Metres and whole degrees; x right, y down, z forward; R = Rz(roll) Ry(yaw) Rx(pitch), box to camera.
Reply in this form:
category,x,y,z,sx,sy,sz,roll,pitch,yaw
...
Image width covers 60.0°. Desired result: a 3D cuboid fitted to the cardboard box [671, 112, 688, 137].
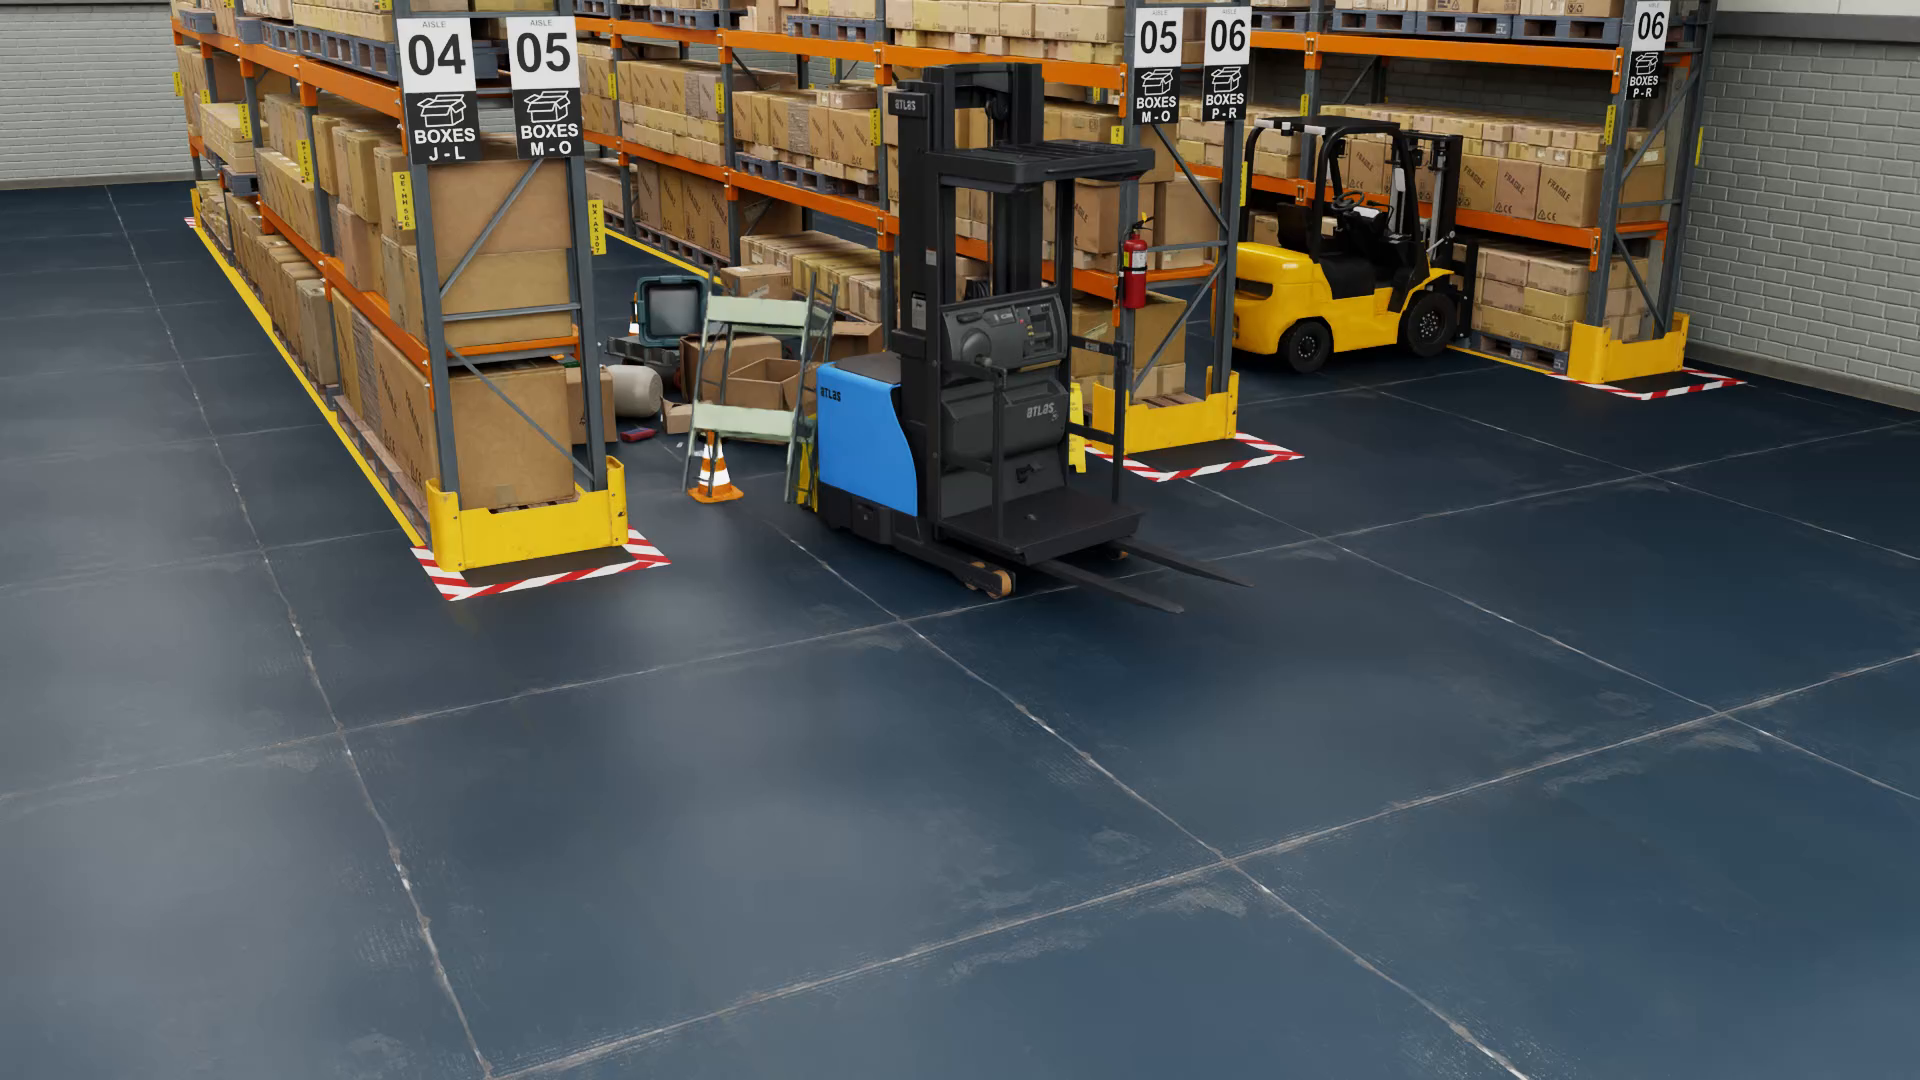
category,x,y,z,sx,sy,sz,roll,pitch,yaw
cardboard box,-3.147,-5.010,20.016,0.500,0.250,0.500,-11,22,-28

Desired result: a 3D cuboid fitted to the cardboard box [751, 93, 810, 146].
category,x,y,z,sx,sy,sz,roll,pitch,yaw
cardboard box,-1.921,-4.528,17.901,0.500,0.500,0.500,-9,21,-24

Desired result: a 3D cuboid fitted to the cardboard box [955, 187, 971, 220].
category,x,y,z,sx,sy,sz,roll,pitch,yaw
cardboard box,0.164,-3.038,14.228,0.500,0.500,0.500,-10,21,-27

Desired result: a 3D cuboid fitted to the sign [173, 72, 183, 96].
category,x,y,z,sx,sy,sz,roll,pitch,yaw
sign,-10.770,-6.281,22.907,0.100,0.325,0.005,-10,21,-27

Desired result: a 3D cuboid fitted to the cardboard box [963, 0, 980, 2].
category,x,y,z,sx,sy,sz,roll,pitch,yaw
cardboard box,0.243,-4.476,13.569,0.380,0.149,0.250,-10,22,-27

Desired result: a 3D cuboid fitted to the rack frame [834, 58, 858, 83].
category,x,y,z,sx,sy,sz,roll,pitch,yaw
rack frame,-1.617,-7.521,27.829,1.000,3.000,0.127,-10,21,-27

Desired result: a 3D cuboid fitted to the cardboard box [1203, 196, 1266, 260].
category,x,y,z,sx,sy,sz,roll,pitch,yaw
cardboard box,3.103,-3.740,19.868,0.875,0.625,0.625,-11,22,-29

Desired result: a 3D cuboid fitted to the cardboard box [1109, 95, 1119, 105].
category,x,y,z,sx,sy,sz,roll,pitch,yaw
cardboard box,2.074,-5.441,20.654,0.380,0.149,0.250,-9,21,-25

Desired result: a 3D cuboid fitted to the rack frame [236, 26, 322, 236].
category,x,y,z,sx,sy,sz,roll,pitch,yaw
rack frame,-6.493,-3.659,16.637,1.000,3.000,0.127,-10,21,-27

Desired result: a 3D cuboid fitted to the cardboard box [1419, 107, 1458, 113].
category,x,y,z,sx,sy,sz,roll,pitch,yaw
cardboard box,4.892,-4.311,16.924,0.380,0.149,0.250,-10,22,-28

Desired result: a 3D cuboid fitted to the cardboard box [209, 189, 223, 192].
category,x,y,z,sx,sy,sz,roll,pitch,yaw
cardboard box,-9.785,-4.592,22.156,0.380,0.149,0.250,-9,21,-25

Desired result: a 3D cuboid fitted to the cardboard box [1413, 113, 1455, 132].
category,x,y,z,sx,sy,sz,roll,pitch,yaw
cardboard box,4.653,-4.076,16.241,0.380,0.149,0.250,-10,21,-27

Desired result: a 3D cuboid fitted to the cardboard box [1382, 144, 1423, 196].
category,x,y,z,sx,sy,sz,roll,pitch,yaw
cardboard box,4.565,-3.664,16.497,0.500,0.500,0.500,-10,22,-27

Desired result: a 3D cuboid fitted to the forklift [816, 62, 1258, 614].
category,x,y,z,sx,sy,sz,roll,pitch,yaw
forklift,0.413,-1.231,9.704,1.130,2.935,3.031,-16,25,-38

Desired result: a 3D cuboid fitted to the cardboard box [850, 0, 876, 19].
category,x,y,z,sx,sy,sz,roll,pitch,yaw
cardboard box,-0.690,-4.997,15.502,0.500,0.250,0.500,-10,22,-28

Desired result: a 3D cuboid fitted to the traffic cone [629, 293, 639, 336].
category,x,y,z,sx,sy,sz,roll,pitch,yaw
traffic cone,-3.124,-2.175,16.224,0.336,0.463,0.334,-10,21,-27

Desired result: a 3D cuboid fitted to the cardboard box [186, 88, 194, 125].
category,x,y,z,sx,sy,sz,roll,pitch,yaw
cardboard box,-10.046,-5.822,22.296,0.500,0.500,0.500,-10,21,-27

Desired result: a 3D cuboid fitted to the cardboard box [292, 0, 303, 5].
category,x,y,z,sx,sy,sz,roll,pitch,yaw
cardboard box,-4.608,-4.060,12.178,0.500,0.250,0.500,-10,21,-26

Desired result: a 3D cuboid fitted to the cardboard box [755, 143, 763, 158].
category,x,y,z,sx,sy,sz,roll,pitch,yaw
cardboard box,-2.000,-4.240,18.063,0.380,0.149,0.250,-12,22,-30

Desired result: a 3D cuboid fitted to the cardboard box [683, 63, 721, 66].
category,x,y,z,sx,sy,sz,roll,pitch,yaw
cardboard box,-3.176,-5.738,20.974,0.500,0.500,0.500,-9,21,-25

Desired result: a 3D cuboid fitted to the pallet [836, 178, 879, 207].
category,x,y,z,sx,sy,sz,roll,pitch,yaw
pallet,-0.521,-3.458,16.347,1.003,0.211,1.213,-10,21,-27

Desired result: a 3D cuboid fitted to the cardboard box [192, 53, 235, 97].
category,x,y,z,sx,sy,sz,roll,pitch,yaw
cardboard box,-9.104,-5.708,20.434,0.500,0.500,0.500,-11,22,-28

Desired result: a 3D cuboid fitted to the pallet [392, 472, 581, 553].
category,x,y,z,sx,sy,sz,roll,pitch,yaw
pallet,-3.143,-0.262,11.066,1.003,0.211,1.213,-10,21,-27

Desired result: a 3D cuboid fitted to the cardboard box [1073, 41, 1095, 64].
category,x,y,z,sx,sy,sz,roll,pitch,yaw
cardboard box,1.051,-3.583,12.202,0.380,0.149,0.250,-10,21,-26

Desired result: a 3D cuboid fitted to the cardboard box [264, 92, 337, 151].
category,x,y,z,sx,sy,sz,roll,pitch,yaw
cardboard box,-6.289,-4.048,16.079,0.700,0.500,0.500,-10,21,-27

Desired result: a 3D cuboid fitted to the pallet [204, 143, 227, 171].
category,x,y,z,sx,sy,sz,roll,pitch,yaw
pallet,-8.158,-4.475,19.294,1.003,0.211,1.213,-10,21,-27

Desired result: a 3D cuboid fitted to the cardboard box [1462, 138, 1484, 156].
category,x,y,z,sx,sy,sz,roll,pitch,yaw
cardboard box,4.938,-3.703,15.615,0.380,0.149,0.250,-10,21,-26

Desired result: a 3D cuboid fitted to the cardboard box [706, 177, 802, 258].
category,x,y,z,sx,sy,sz,roll,pitch,yaw
cardboard box,-2.440,-3.860,19.833,0.875,0.875,0.875,-10,22,-27

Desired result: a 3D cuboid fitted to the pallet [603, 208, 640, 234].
category,x,y,z,sx,sy,sz,roll,pitch,yaw
pallet,-4.377,-4.515,23.393,1.003,0.211,1.213,-10,21,-27

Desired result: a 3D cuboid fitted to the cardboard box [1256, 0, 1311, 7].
category,x,y,z,sx,sy,sz,roll,pitch,yaw
cardboard box,3.523,-5.868,17.779,0.500,0.311,0.500,-11,22,-28

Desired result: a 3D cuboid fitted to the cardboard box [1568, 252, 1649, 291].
category,x,y,z,sx,sy,sz,roll,pitch,yaw
cardboard box,5.919,-2.467,15.220,0.500,0.250,0.500,-10,22,-27

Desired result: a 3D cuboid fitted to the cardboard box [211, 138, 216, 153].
category,x,y,z,sx,sy,sz,roll,pitch,yaw
cardboard box,-8.119,-4.406,18.544,0.380,0.149,0.250,-11,22,-29

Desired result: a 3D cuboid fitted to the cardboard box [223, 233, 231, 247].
category,x,y,z,sx,sy,sz,roll,pitch,yaw
cardboard box,-8.879,-3.718,20.534,0.380,0.149,0.250,-10,21,-26

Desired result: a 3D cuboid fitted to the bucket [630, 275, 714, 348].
category,x,y,z,sx,sy,sz,roll,pitch,yaw
bucket,-2.500,-2.000,14.517,0.726,0.611,0.620,-3,9,-8

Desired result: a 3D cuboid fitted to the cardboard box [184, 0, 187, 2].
category,x,y,z,sx,sy,sz,roll,pitch,yaw
cardboard box,-9.324,-6.784,20.557,0.500,0.250,0.500,-9,21,-24

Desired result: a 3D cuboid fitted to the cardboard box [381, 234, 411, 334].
category,x,y,z,sx,sy,sz,roll,pitch,yaw
cardboard box,-3.191,-1.687,10.693,0.875,0.550,0.550,-10,21,-27

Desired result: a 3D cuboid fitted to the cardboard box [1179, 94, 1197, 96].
category,x,y,z,sx,sy,sz,roll,pitch,yaw
cardboard box,2.737,-5.459,20.704,0.380,0.149,0.250,-9,21,-25

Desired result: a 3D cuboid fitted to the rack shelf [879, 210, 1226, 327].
category,x,y,z,sx,sy,sz,roll,pitch,yaw
rack shelf,0.664,-2.392,14.068,1.077,0.370,4.000,-10,21,-27

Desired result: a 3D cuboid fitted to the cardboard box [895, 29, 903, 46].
category,x,y,z,sx,sy,sz,roll,pitch,yaw
cardboard box,-0.354,-4.477,14.793,0.380,0.149,0.250,-10,22,-27

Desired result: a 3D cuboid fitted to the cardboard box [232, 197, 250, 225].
category,x,y,z,sx,sy,sz,roll,pitch,yaw
cardboard box,-8.019,-3.773,19.006,0.500,0.250,0.500,-9,21,-25

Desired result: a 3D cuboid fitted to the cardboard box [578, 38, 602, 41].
category,x,y,z,sx,sy,sz,roll,pitch,yaw
cardboard box,-5.496,-7.437,24.904,0.380,0.149,0.250,-10,21,-26

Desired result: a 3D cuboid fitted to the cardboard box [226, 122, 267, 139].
category,x,y,z,sx,sy,sz,roll,pitch,yaw
cardboard box,-7.247,-4.162,16.924,0.380,0.149,0.250,-10,22,-27

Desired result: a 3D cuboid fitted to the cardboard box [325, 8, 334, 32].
category,x,y,z,sx,sy,sz,roll,pitch,yaw
cardboard box,-3.998,-3.462,11.055,0.380,0.149,0.250,-10,21,-26

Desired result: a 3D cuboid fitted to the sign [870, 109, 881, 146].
category,x,y,z,sx,sy,sz,roll,pitch,yaw
sign,-0.772,-3.767,15.174,0.100,0.325,0.005,-10,21,-27

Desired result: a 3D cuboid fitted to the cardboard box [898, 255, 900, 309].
category,x,y,z,sx,sy,sz,roll,pitch,yaw
cardboard box,-0.243,-2.348,15.261,0.500,0.500,0.500,-9,21,-24

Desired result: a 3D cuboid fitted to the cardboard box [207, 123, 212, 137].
category,x,y,z,sx,sy,sz,roll,pitch,yaw
cardboard box,-8.239,-4.621,18.709,0.380,0.149,0.250,-11,22,-29

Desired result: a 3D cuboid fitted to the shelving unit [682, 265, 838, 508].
category,x,y,z,sx,sy,sz,roll,pitch,yaw
shelving unit,-1.315,-1.009,10.977,0.755,1.500,0.431,6,-2,18

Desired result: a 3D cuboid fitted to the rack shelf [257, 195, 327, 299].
category,x,y,z,sx,sy,sz,roll,pitch,yaw
rack shelf,-5.544,-2.745,15.090,1.077,0.370,4.000,-10,21,-27

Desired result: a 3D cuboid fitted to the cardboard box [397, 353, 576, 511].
category,x,y,z,sx,sy,sz,roll,pitch,yaw
cardboard box,-3.075,-0.741,10.794,0.875,0.875,0.875,-10,21,-26

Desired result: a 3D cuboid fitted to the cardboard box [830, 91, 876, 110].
category,x,y,z,sx,sy,sz,roll,pitch,yaw
cardboard box,-1.042,-4.293,16.226,0.380,0.149,0.250,-11,22,-28

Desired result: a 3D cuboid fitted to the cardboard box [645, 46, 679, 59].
category,x,y,z,sx,sy,sz,roll,pitch,yaw
cardboard box,-4.006,-6.560,22.364,0.380,0.149,0.250,-10,22,-27

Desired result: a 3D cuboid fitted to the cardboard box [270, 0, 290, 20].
category,x,y,z,sx,sy,sz,roll,pitch,yaw
cardboard box,-5.374,-4.424,13.688,0.500,0.250,0.500,-10,21,-27
